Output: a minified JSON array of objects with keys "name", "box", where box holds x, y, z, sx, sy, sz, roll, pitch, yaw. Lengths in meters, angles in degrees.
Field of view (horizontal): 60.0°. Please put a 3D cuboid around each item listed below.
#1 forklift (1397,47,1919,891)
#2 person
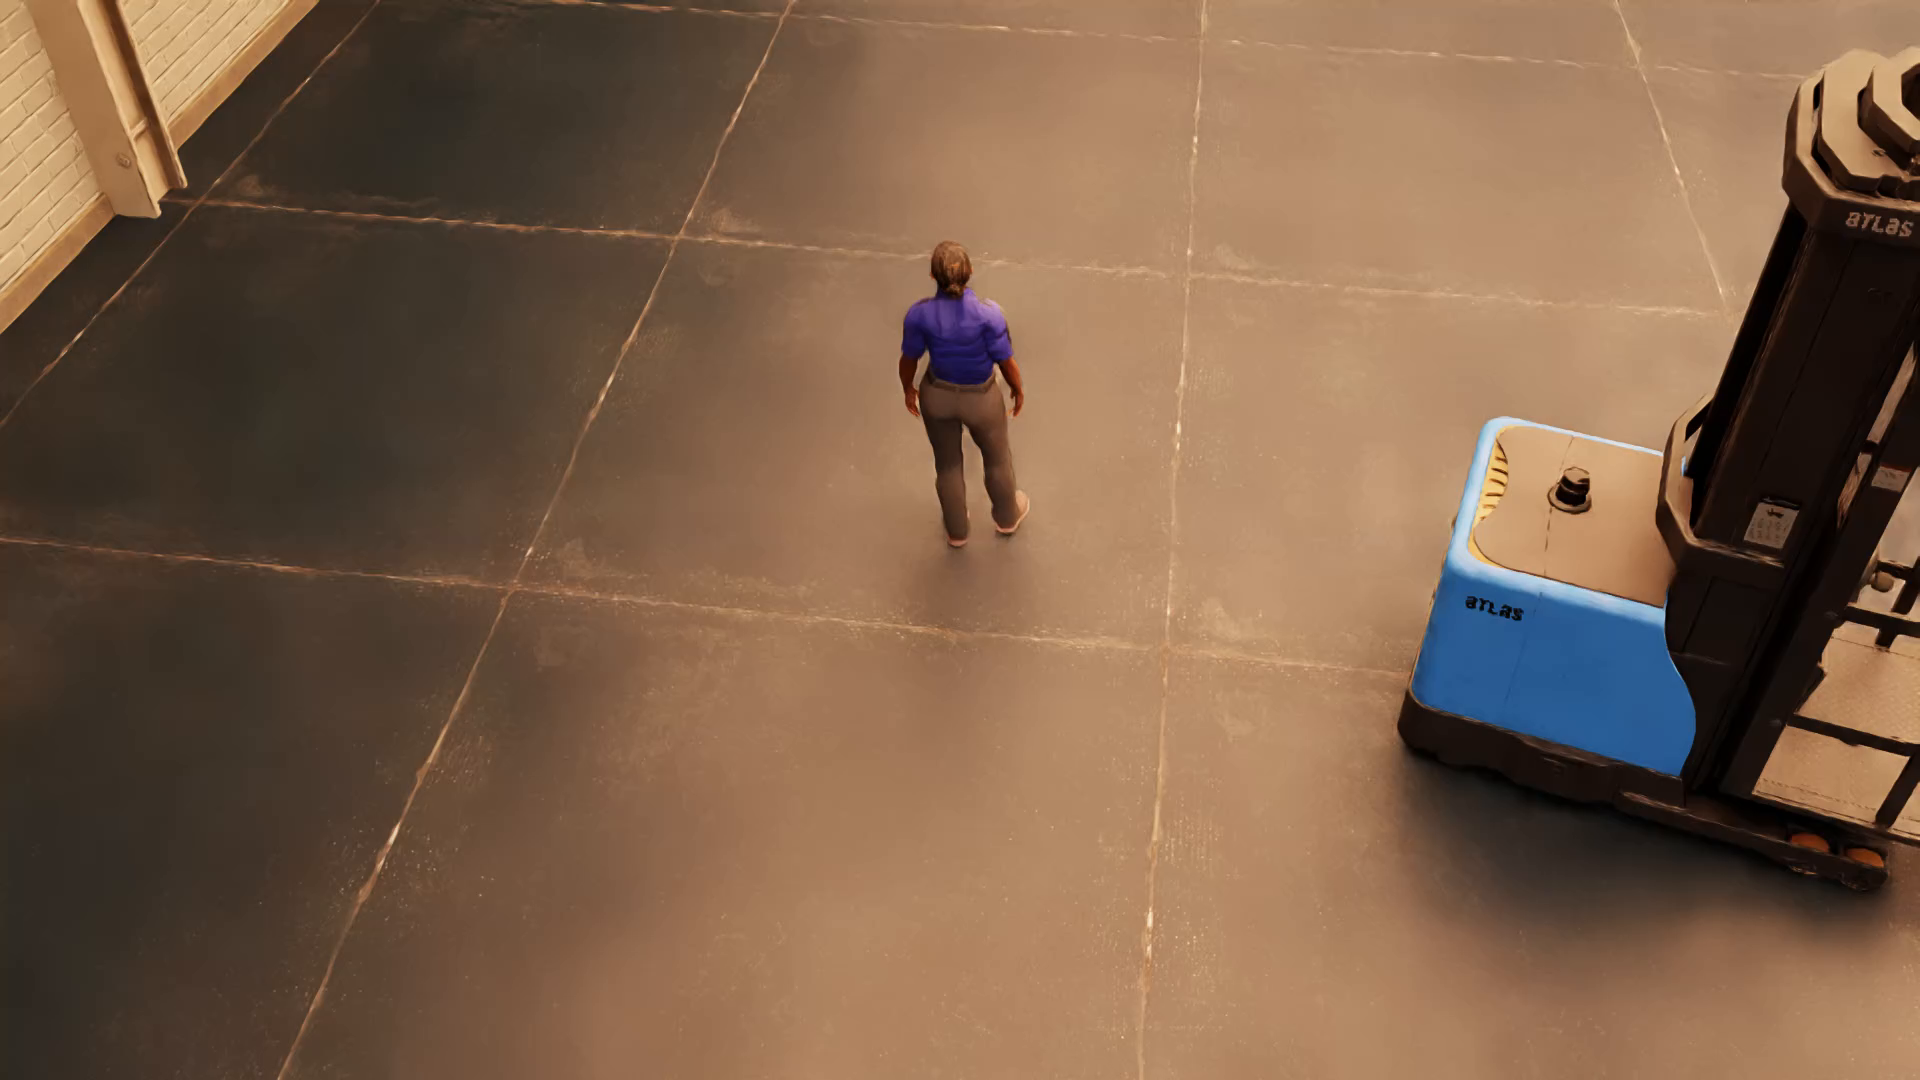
[{"name":"forklift","box":[3.392,-0.142,5.879,3.031,2.935,1.130,15,45,16]},{"name":"person","box":[0.031,-0.671,7.389,0.570,1.654,0.503,5,43,6]}]
